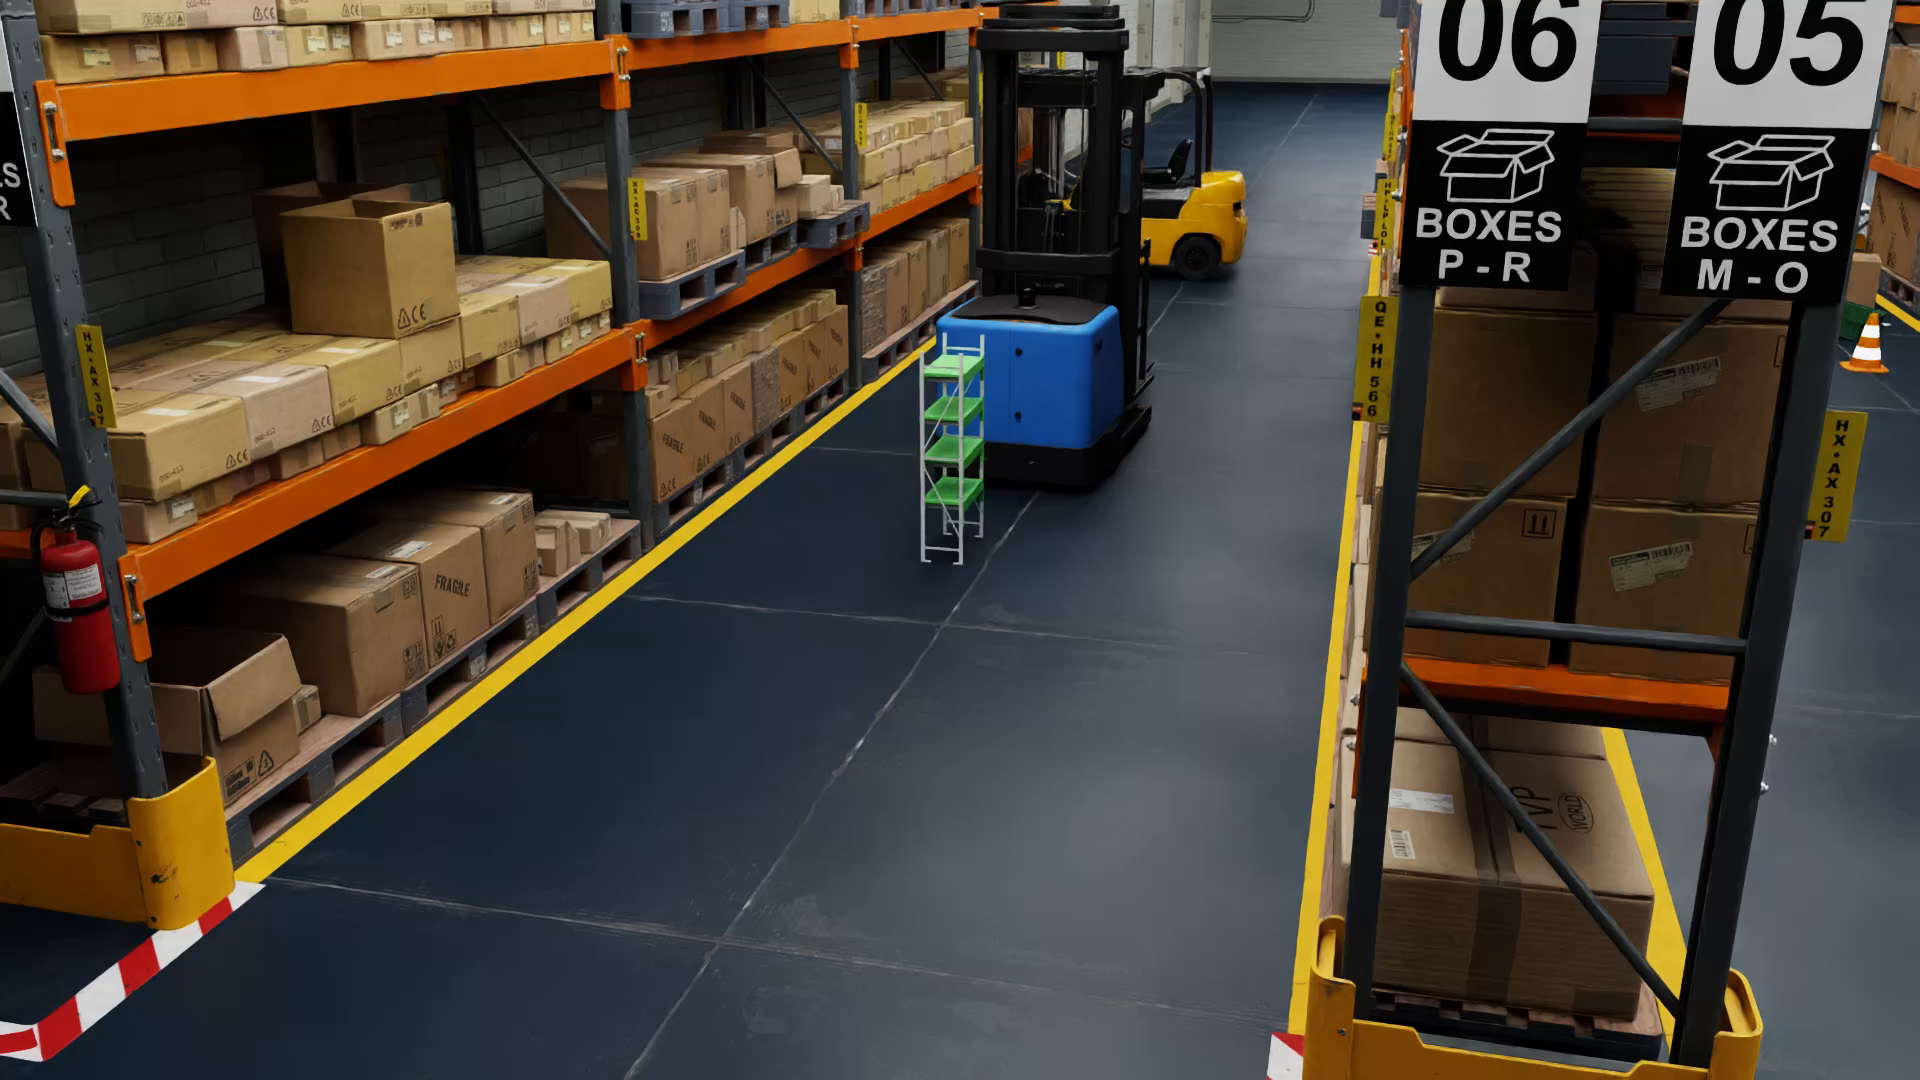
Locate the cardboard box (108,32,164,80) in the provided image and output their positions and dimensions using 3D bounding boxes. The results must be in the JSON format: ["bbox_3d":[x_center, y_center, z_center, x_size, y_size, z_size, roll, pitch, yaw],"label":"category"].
[{"bbox_3d":[-2.889,-1.609,5.506,0.380,0.149,0.250,5,19,14],"label":"cardboard box"}]

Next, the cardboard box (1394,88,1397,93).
[{"bbox_3d":[4.123,-3.776,14.836,0.500,0.500,0.500,5,20,15],"label":"cardboard box"}]

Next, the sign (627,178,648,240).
[{"bbox_3d":[-1.725,-1.766,8.877,0.100,0.325,0.005,5,19,13],"label":"sign"}]

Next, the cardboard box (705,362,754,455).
[{"bbox_3d":[-1.670,-0.870,10.811,0.500,0.500,0.500,4,19,12],"label":"cardboard box"}]

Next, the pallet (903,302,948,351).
[{"bbox_3d":[-0.737,-1.967,15.119,1.003,0.211,1.213,5,19,13],"label":"pallet"}]

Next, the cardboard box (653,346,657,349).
[{"bbox_3d":[-2.176,-1.182,10.720,0.380,0.149,0.250,5,20,15],"label":"cardboard box"}]

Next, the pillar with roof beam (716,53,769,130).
[{"bbox_3d":[2.343,-5.629,12.246,9.100,9.000,0.400,5,19,13],"label":"pillar with roof beam"}]

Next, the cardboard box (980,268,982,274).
[{"bbox_3d":[0.141,-2.927,17.221,0.500,0.250,0.500,5,19,14],"label":"cardboard box"}]

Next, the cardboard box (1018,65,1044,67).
[{"bbox_3d":[0.765,-5.444,19.367,0.380,0.149,0.250,5,19,13],"label":"cardboard box"}]

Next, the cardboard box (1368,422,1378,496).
[{"bbox_3d":[1.812,-0.452,6.217,0.500,0.500,0.500,5,20,15],"label":"cardboard box"}]

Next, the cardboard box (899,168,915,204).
[{"bbox_3d":[-0.684,-3.018,14.116,0.500,0.250,0.500,4,19,12],"label":"cardboard box"}]

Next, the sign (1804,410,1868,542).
[{"bbox_3d":[2.120,-0.153,4.034,0.100,0.325,0.005,5,19,13],"label":"sign"}]

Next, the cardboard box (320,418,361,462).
[{"bbox_3d":[-2.656,-0.432,6.700,0.380,0.149,0.250,5,19,14],"label":"cardboard box"}]

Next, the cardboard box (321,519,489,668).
[{"bbox_3d":[-2.517,0.234,7.578,0.500,0.500,0.500,5,19,14],"label":"cardboard box"}]

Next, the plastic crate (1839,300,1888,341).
[{"bbox_3d":[8.112,-2.008,15.188,0.450,0.188,0.662,29,33,36],"label":"plastic crate"}]

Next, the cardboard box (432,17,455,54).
[{"bbox_3d":[-2.405,-2.164,7.129,0.380,0.149,0.250,5,19,14],"label":"cardboard box"}]

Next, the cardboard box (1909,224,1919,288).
[{"bbox_3d":[9.778,-2.822,15.945,0.875,0.875,0.875,5,19,14],"label":"cardboard box"}]

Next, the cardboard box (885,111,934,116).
[{"bbox_3d":[-0.450,-3.731,14.811,0.380,0.149,0.250,5,19,14],"label":"cardboard box"}]

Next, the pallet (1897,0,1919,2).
[{"bbox_3d":[10.146,-5.552,16.798,1.003,0.211,1.213,5,19,13],"label":"pallet"}]

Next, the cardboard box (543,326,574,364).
[{"bbox_3d":[-2.169,-0.991,8.337,0.380,0.149,0.250,5,20,15],"label":"cardboard box"}]

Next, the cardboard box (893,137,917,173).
[{"bbox_3d":[-0.662,-3.255,14.036,0.500,0.250,0.500,4,19,12],"label":"cardboard box"}]

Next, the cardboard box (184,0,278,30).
[{"bbox_3d":[-2.753,-1.911,5.771,0.500,0.250,0.500,5,19,14],"label":"cardboard box"}]

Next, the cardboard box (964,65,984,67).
[{"bbox_3d":[0.264,-5.486,19.490,0.380,0.149,0.250,5,20,15],"label":"cardboard box"}]

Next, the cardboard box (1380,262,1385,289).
[{"bbox_3d":[4.399,-2.617,16.314,0.500,0.250,0.500,6,20,16],"label":"cardboard box"}]

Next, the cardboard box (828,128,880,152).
[{"bbox_3d":[-0.849,-3.165,13.155,0.380,0.149,0.250,5,20,15],"label":"cardboard box"}]

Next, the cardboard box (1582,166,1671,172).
[{"bbox_3d":[2.421,-1.316,6.194,0.380,0.149,0.250,4,19,12],"label":"cardboard box"}]

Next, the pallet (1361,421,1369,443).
[{"bbox_3d":[3.272,-0.699,11.407,1.003,0.211,1.213,5,19,13],"label":"pallet"}]

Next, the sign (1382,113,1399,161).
[{"bbox_3d":[3.010,-2.810,11.604,0.100,0.325,0.005,5,19,13],"label":"sign"}]

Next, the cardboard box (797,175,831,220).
[{"bbox_3d":[-1.220,-2.422,11.719,0.500,0.250,0.500,4,19,11],"label":"cardboard box"}]

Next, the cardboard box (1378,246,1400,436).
[{"bbox_3d":[1.570,-0.608,5.127,0.500,0.500,0.500,5,19,14],"label":"cardboard box"}]

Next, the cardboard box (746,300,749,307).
[{"bbox_3d":[-1.796,-1.753,12.393,0.380,0.149,0.250,5,20,15],"label":"cardboard box"}]

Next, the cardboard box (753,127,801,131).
[{"bbox_3d":[-1.437,-3.213,13.296,0.380,0.149,0.250,5,20,15],"label":"cardboard box"}]

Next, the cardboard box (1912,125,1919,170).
[{"bbox_3d":[9.810,-3.850,16.085,0.875,0.550,0.500,5,19,13],"label":"cardboard box"}]

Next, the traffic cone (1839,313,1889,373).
[{"bbox_3d":[7.548,-1.652,13.809,0.336,0.463,0.334,5,19,13],"label":"traffic cone"}]

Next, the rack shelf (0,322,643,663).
[{"bbox_3d":[-2.742,-0.429,7.417,1.077,0.370,4.000,5,19,13],"label":"rack shelf"}]

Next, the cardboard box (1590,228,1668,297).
[{"bbox_3d":[1.934,-0.757,4.557,0.380,0.149,0.250,5,20,15],"label":"cardboard box"}]

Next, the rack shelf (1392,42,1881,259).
[{"bbox_3d":[2.072,-1.458,5.787,1.077,0.370,4.000,5,19,13],"label":"rack shelf"}]

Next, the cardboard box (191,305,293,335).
[{"bbox_3d":[-2.995,-0.858,7.331,0.500,0.250,0.500,5,19,13],"label":"cardboard box"}]

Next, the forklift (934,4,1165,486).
[{"bbox_3d":[0.761,-2.170,11.507,1.130,2.935,3.031,6,20,16],"label":"forklift"}]

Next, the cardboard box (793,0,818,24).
[{"bbox_3d":[-1.288,-3.661,11.357,0.500,0.250,0.500,5,19,14],"label":"cardboard box"}]

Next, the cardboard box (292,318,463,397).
[{"bbox_3d":[-2.511,-0.813,7.198,0.500,0.250,0.500,4,19,12],"label":"cardboard box"}]

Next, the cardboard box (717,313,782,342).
[{"bbox_3d":[-1.464,-1.474,11.576,0.380,0.149,0.250,4,19,13],"label":"cardboard box"}]

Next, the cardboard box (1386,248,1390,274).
[{"bbox_3d":[2.668,-1.649,9.333,0.500,0.250,0.500,5,20,15],"label":"cardboard box"}]

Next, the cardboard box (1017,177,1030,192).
[{"bbox_3d":[0.505,-3.882,18.469,0.500,0.250,0.500,4,19,12],"label":"cardboard box"}]

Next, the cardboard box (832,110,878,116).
[{"bbox_3d":[-0.955,-3.770,14.925,0.380,0.149,0.250,5,19,13],"label":"cardboard box"}]

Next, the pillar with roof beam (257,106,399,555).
[{"bbox_3d":[0.877,-3.748,6.740,9.100,9.000,0.400,5,19,13],"label":"pillar with roof beam"}]

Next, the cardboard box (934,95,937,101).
[{"bbox_3d":[-0.442,-4.461,16.948,0.380,0.149,0.250,4,19,12],"label":"cardboard box"}]

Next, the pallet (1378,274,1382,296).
[{"bbox_3d":[4.645,-2.407,16.408,1.003,0.211,1.213,5,19,13],"label":"pallet"}]

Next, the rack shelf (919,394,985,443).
[{"bbox_3d":[-0.040,-0.683,9.285,0.258,0.148,0.480,5,19,13],"label":"rack shelf"}]

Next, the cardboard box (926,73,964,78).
[{"bbox_3d":[-0.169,-4.922,17.838,0.380,0.149,0.250,4,19,13],"label":"cardboard box"}]

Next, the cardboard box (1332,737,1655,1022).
[{"bbox_3d":[1.648,1.047,5.296,0.875,0.438,0.875,4,19,12],"label":"cardboard box"}]

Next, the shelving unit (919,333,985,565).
[{"bbox_3d":[-0.040,-0.516,9.342,0.258,1.200,0.503,5,19,13],"label":"shelving unit"}]

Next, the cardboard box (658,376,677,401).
[{"bbox_3d":[-1.915,-0.904,9.907,0.380,0.149,0.250,4,19,12],"label":"cardboard box"}]

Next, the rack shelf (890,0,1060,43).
[{"bbox_3d":[0.190,-5.610,17.943,1.077,0.370,4.000,5,19,13],"label":"rack shelf"}]

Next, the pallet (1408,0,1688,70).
[{"bbox_3d":[2.051,-1.746,5.656,1.003,0.211,1.213,5,19,13],"label":"pallet"}]
